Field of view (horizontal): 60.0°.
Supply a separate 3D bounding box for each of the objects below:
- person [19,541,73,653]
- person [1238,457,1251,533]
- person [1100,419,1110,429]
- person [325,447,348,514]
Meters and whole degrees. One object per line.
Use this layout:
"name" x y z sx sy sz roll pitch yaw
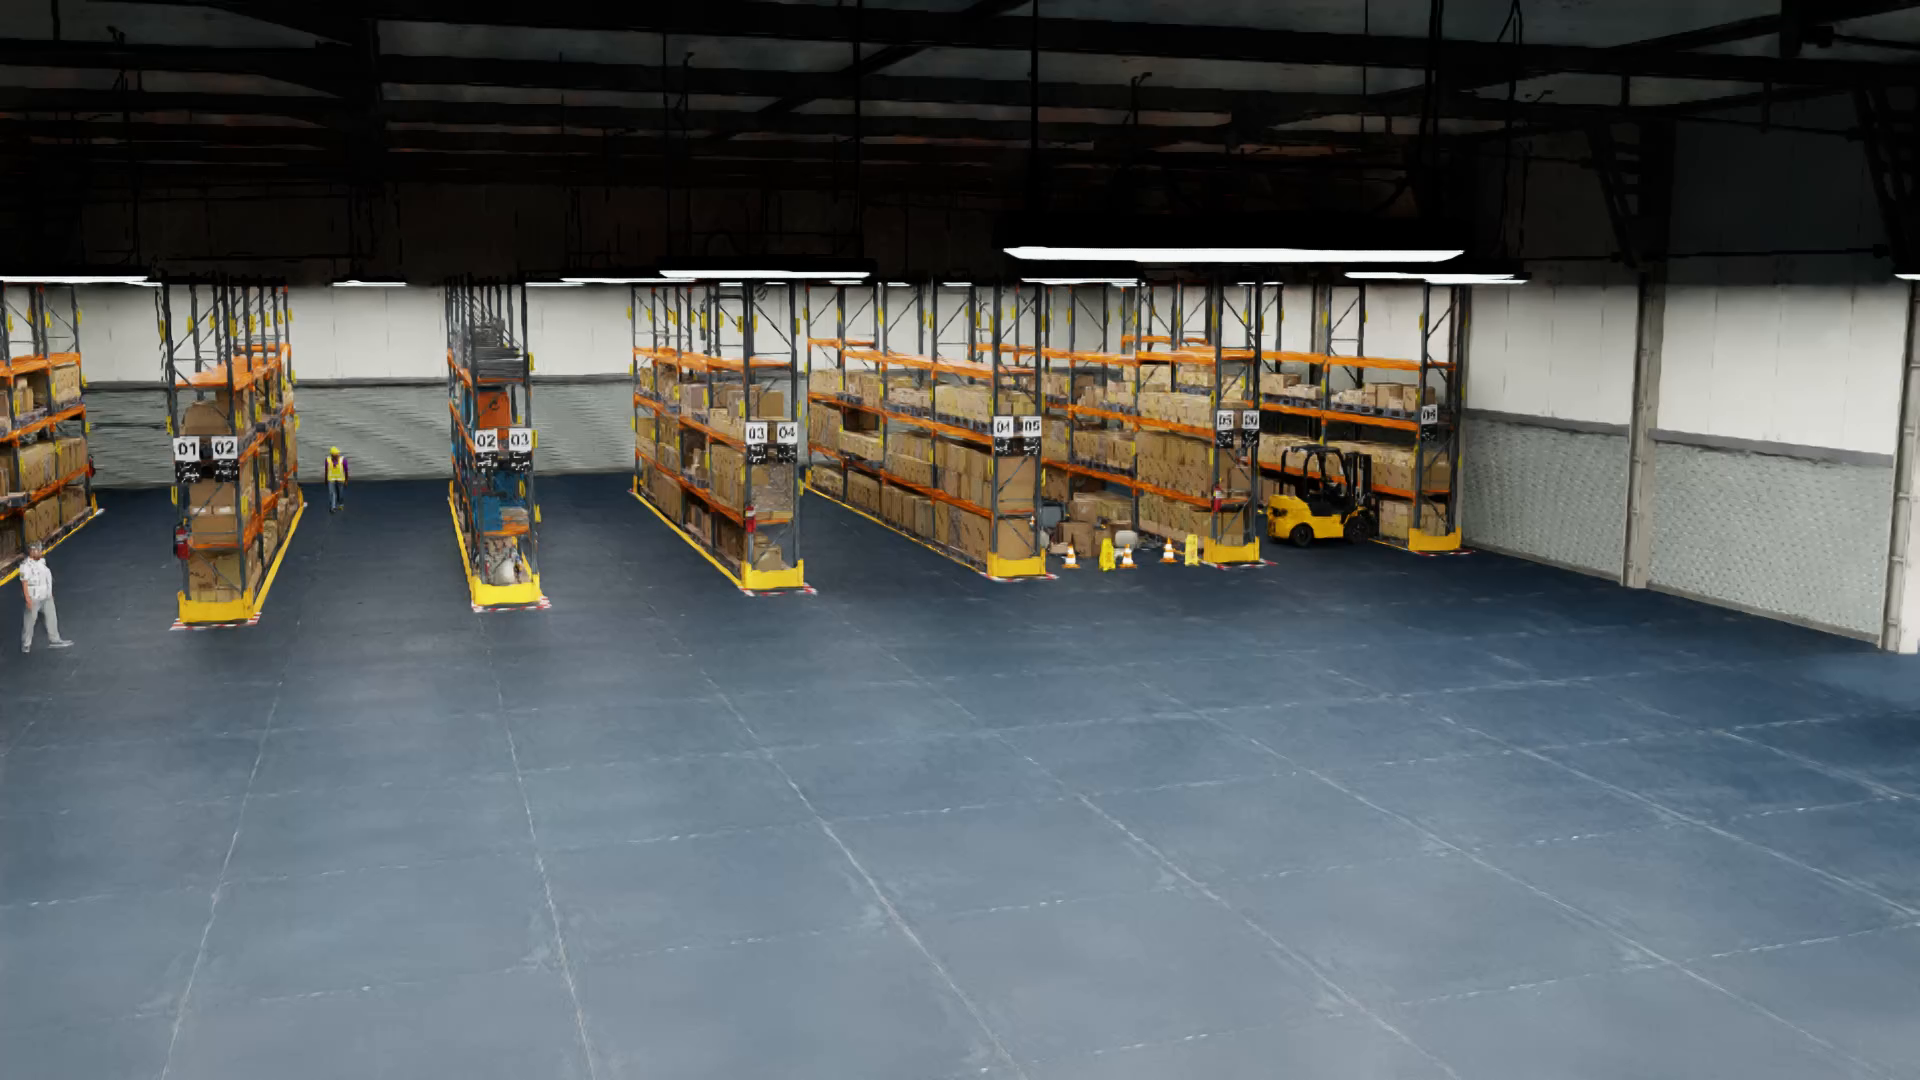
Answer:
"person" -14.603 0.877 26.375 0.519 1.759 0.728 2 9 13
"person" 6.632 -1.071 39.149 0.636 1.775 0.677 2 9 12
"person" 4.695 -3.107 53.416 0.444 1.574 0.638 9 12 44
"person" -16.014 -1.560 42.727 0.575 1.689 1.128 -3 9 -20
